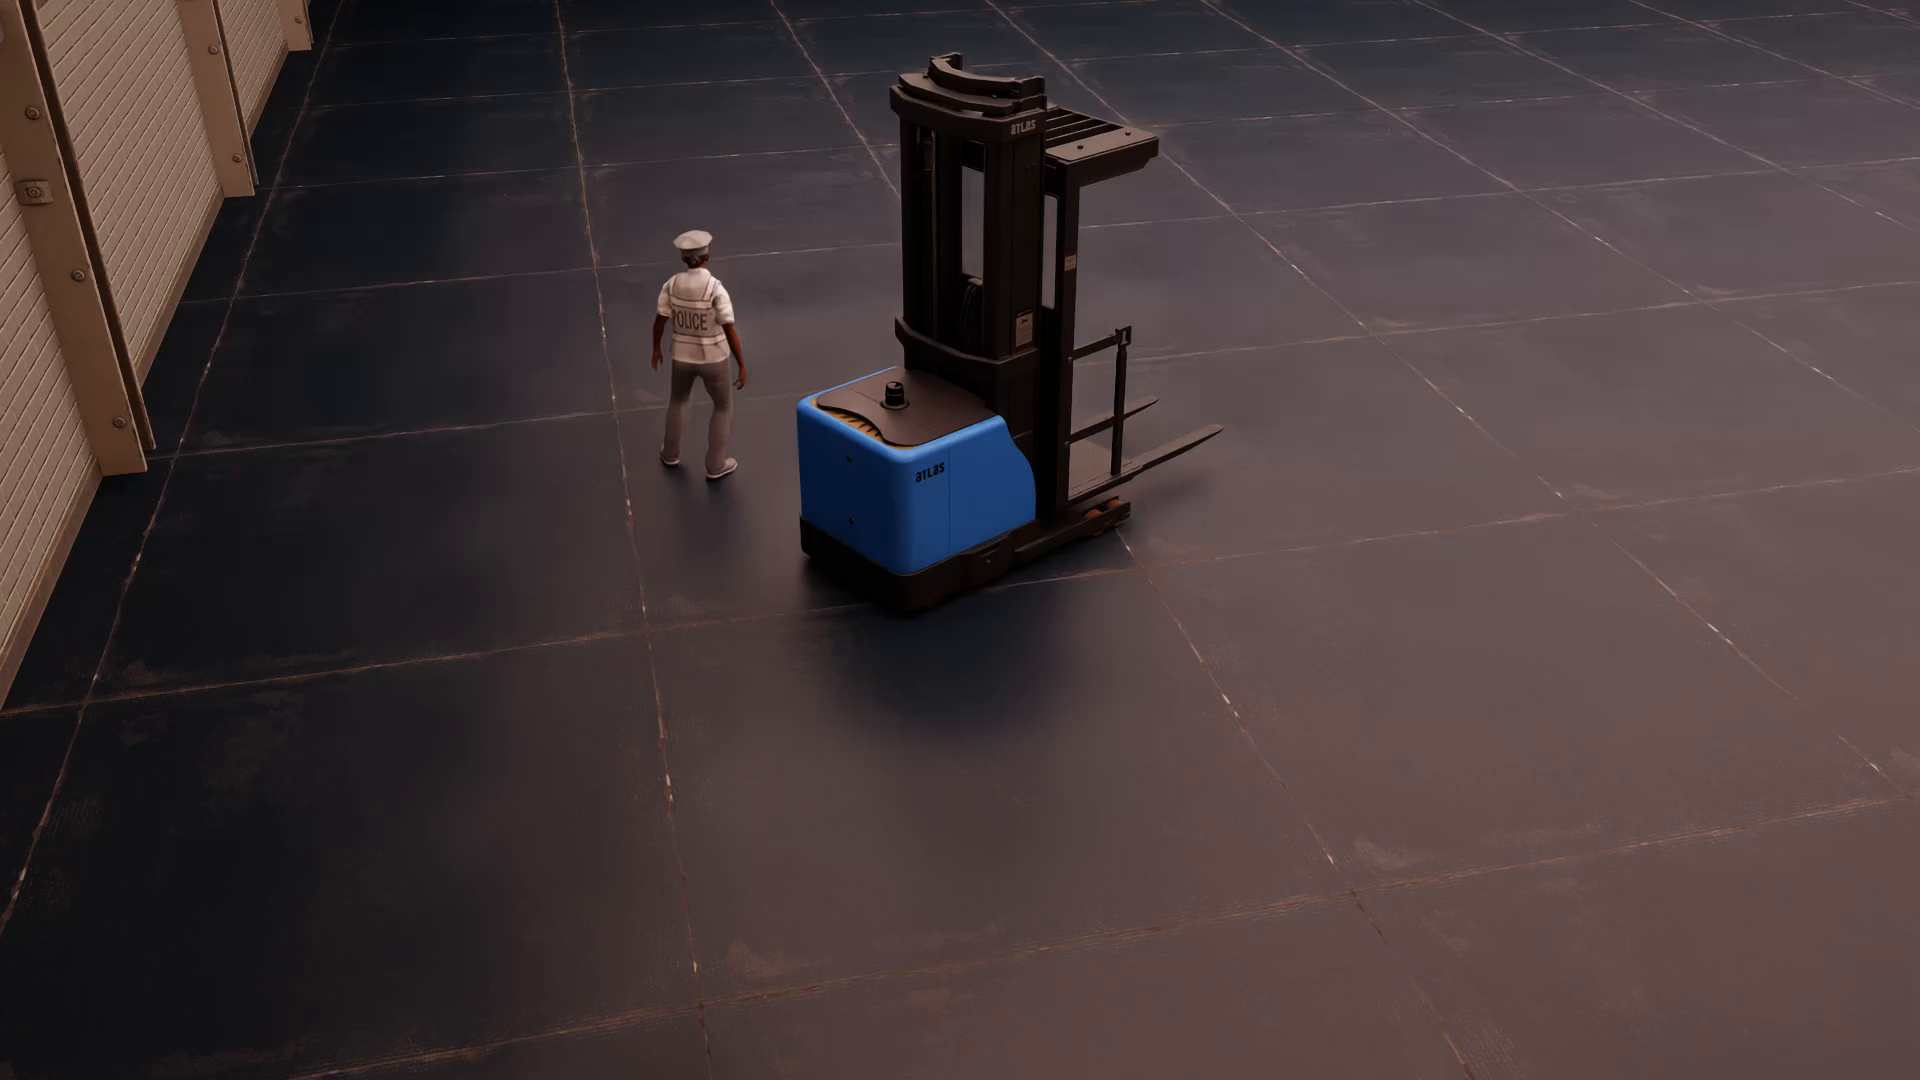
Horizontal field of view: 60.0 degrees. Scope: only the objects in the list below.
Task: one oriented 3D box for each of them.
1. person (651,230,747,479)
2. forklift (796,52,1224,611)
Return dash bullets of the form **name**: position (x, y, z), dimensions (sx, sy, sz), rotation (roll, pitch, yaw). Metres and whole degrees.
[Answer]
- **person**: position (-1.738, -1.206, 10.965), dimensions (0.770, 1.633, 0.390), rotation (8, 31, 14)
- **forklift**: position (0.457, -1.471, 10.116), dimensions (3.031, 2.935, 1.130), rotation (-24, 38, -35)
